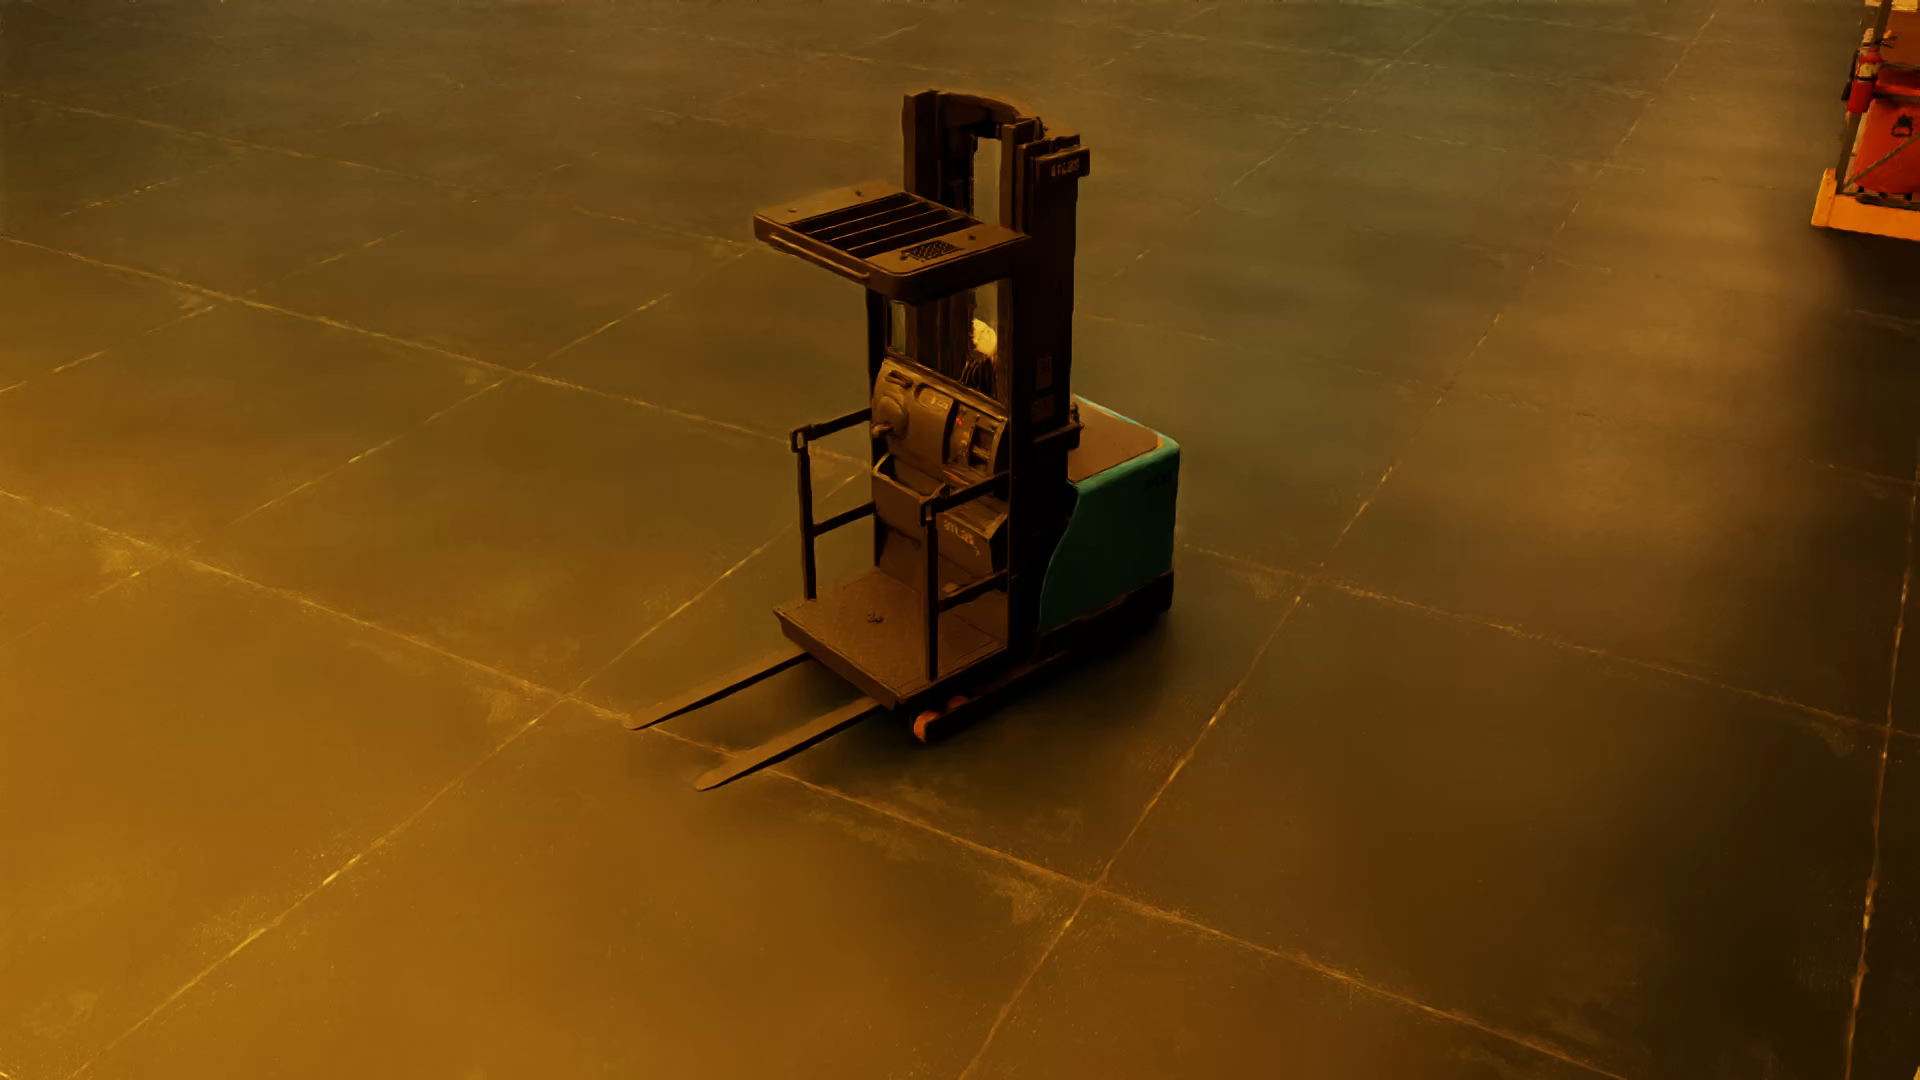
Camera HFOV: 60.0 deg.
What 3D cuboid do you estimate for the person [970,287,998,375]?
[{"bbox_3d":[-0.014,-0.713,9.578,0.482,1.669,0.390,15,33,25],"label":"person"}]

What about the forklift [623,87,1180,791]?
[{"bbox_3d":[-0.264,-0.557,8.036,3.031,2.935,1.130,-24,37,-35],"label":"forklift"}]
